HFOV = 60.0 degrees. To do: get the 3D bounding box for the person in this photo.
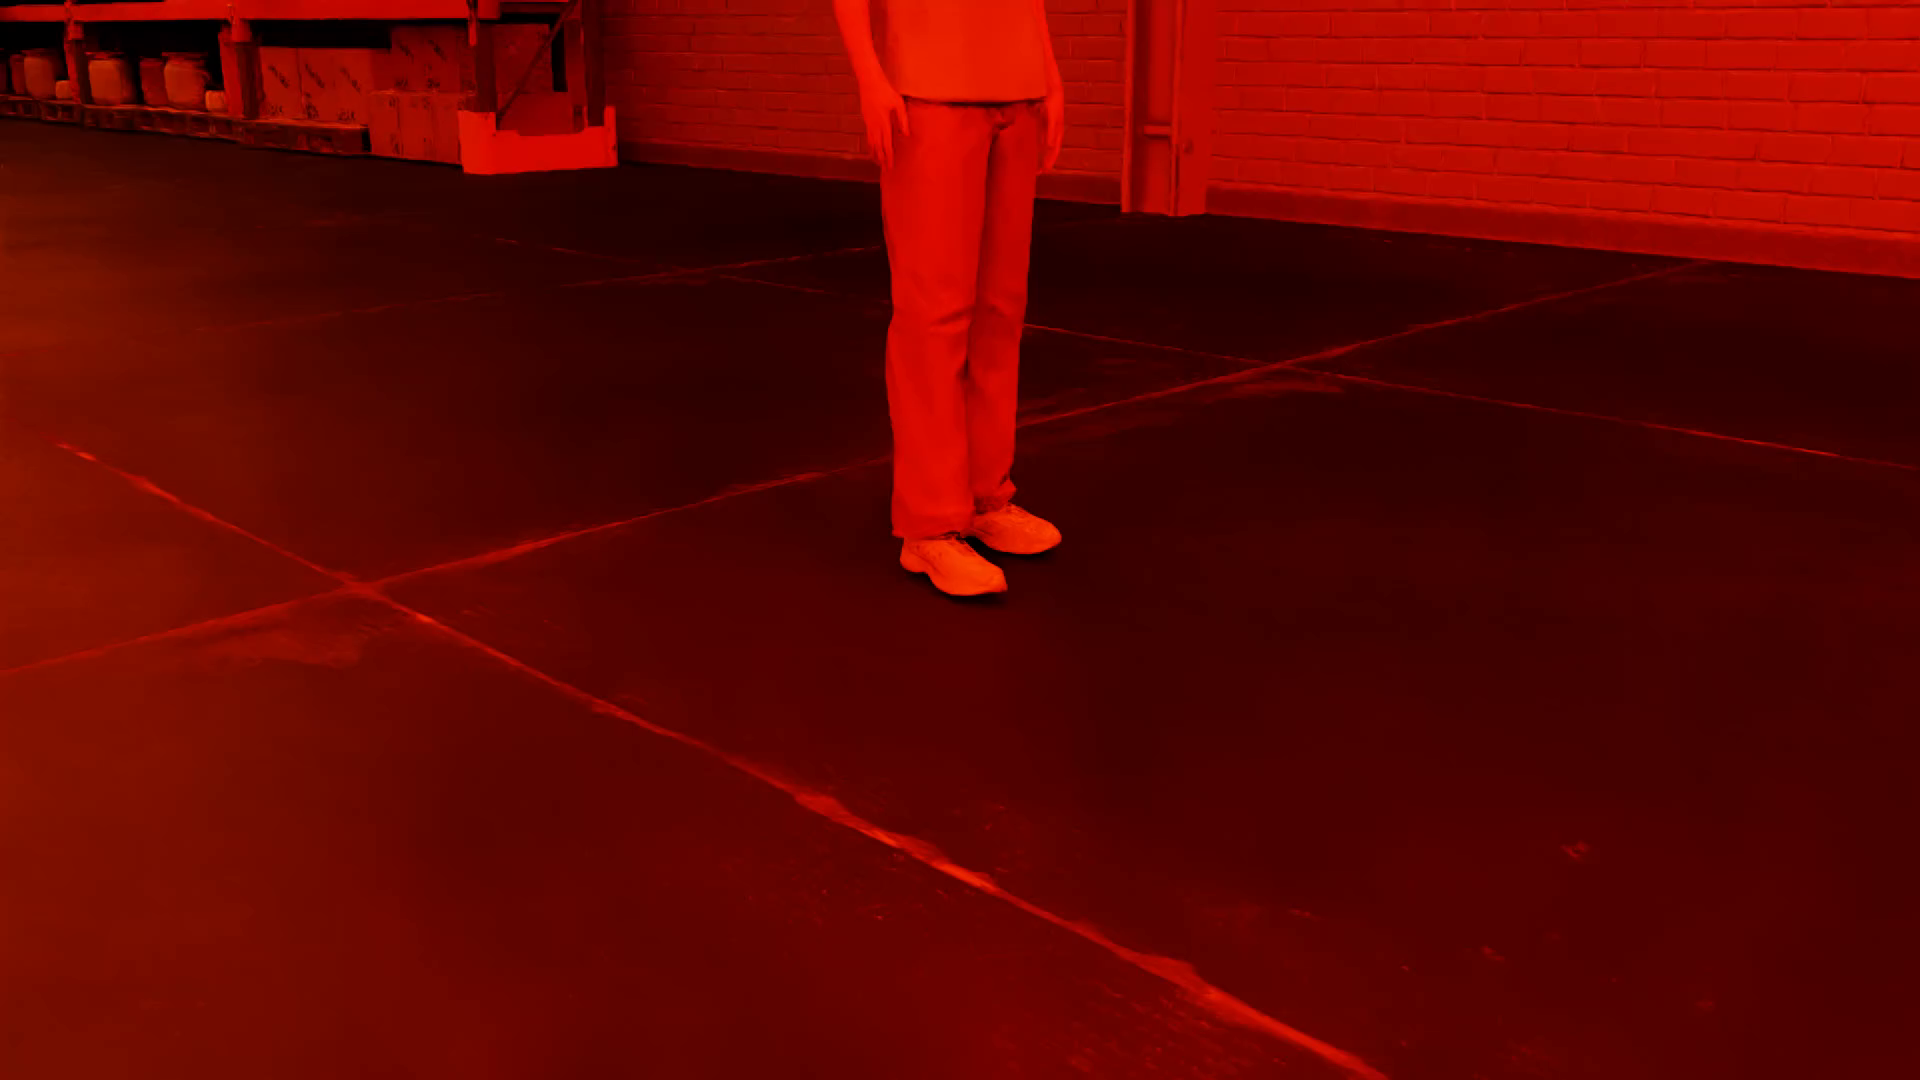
[{"bbox_3d":[0.045,-0.790,3.089,0.548,1.674,0.554,16,23,42],"label":"person"}]
